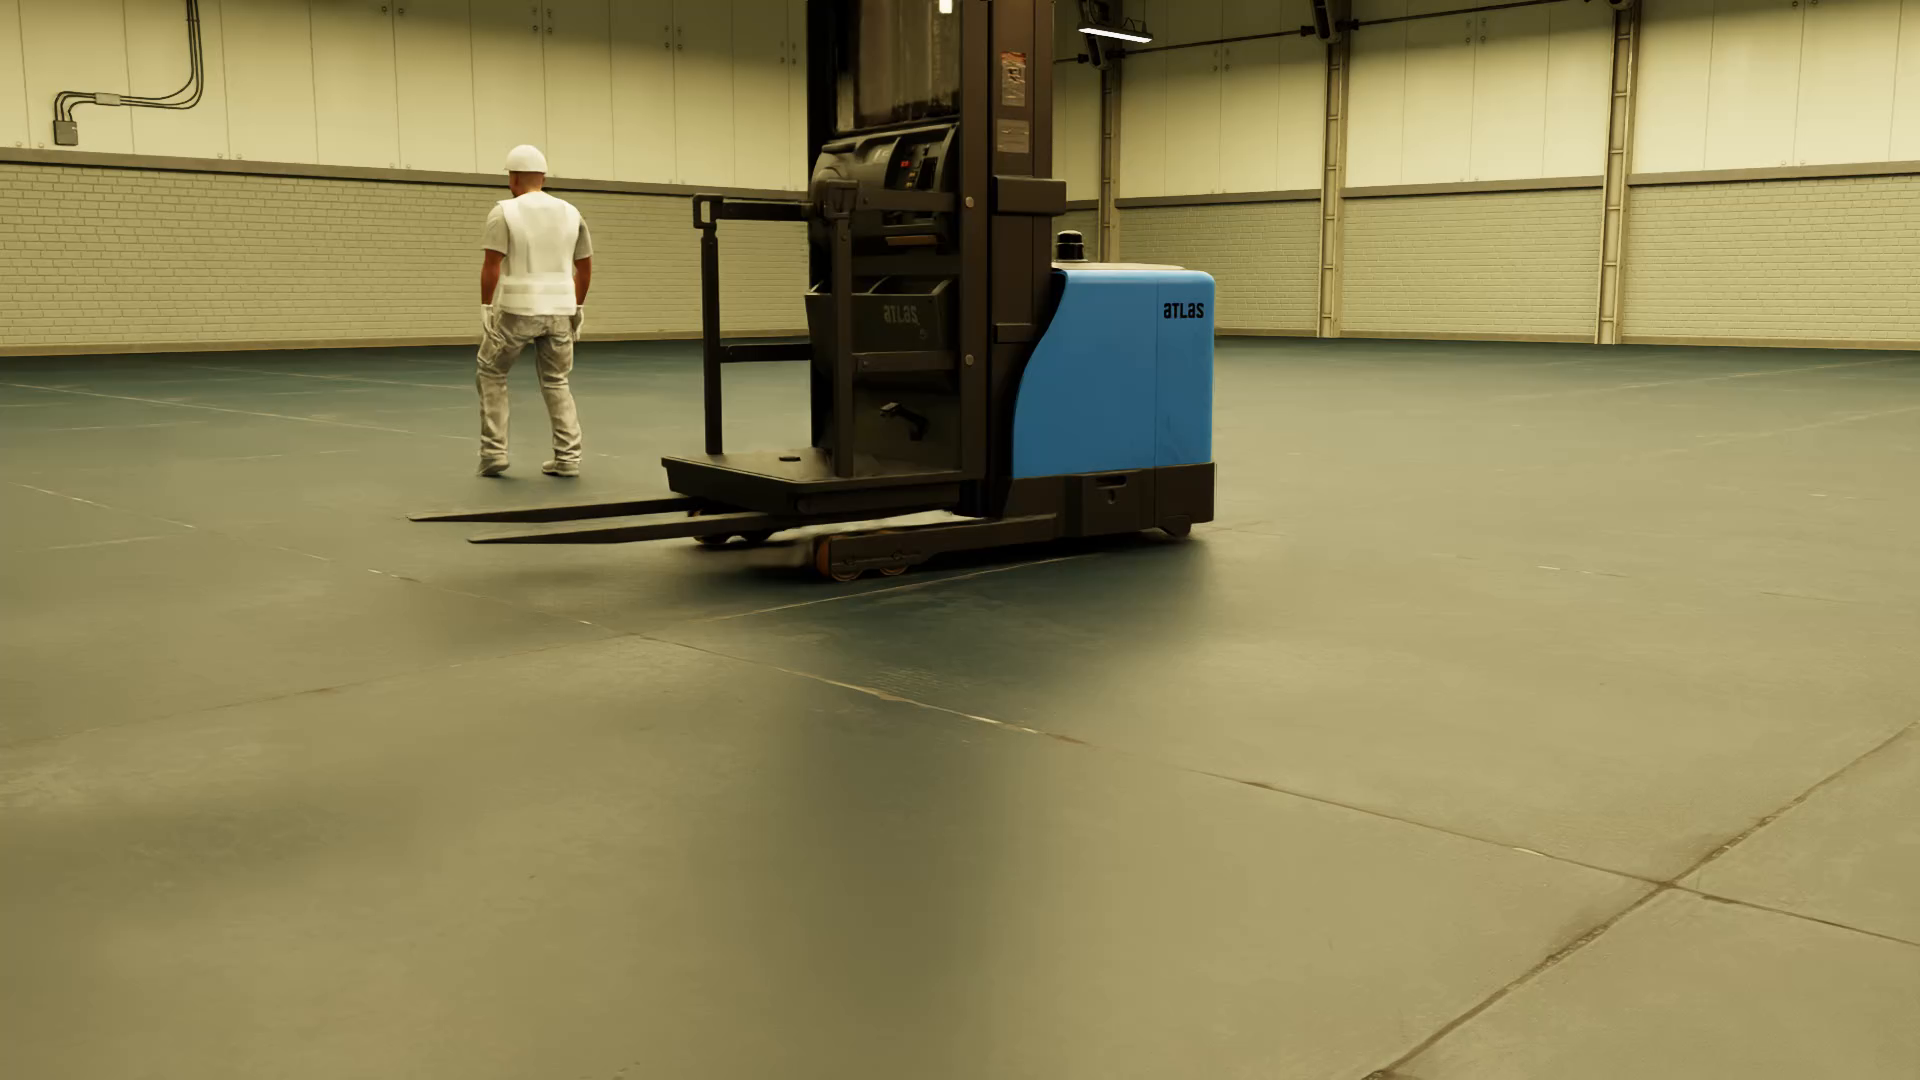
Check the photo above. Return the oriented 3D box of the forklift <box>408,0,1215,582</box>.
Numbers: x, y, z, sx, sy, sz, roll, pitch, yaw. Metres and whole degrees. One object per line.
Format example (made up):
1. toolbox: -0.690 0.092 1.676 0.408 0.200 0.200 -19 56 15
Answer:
1. forklift: -0.468 -1.393 6.123 3.031 2.935 1.130 -6 10 -35

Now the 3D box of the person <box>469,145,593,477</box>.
1. person: -2.329 -1.204 9.004 0.655 1.823 0.530 -8 11 -41
